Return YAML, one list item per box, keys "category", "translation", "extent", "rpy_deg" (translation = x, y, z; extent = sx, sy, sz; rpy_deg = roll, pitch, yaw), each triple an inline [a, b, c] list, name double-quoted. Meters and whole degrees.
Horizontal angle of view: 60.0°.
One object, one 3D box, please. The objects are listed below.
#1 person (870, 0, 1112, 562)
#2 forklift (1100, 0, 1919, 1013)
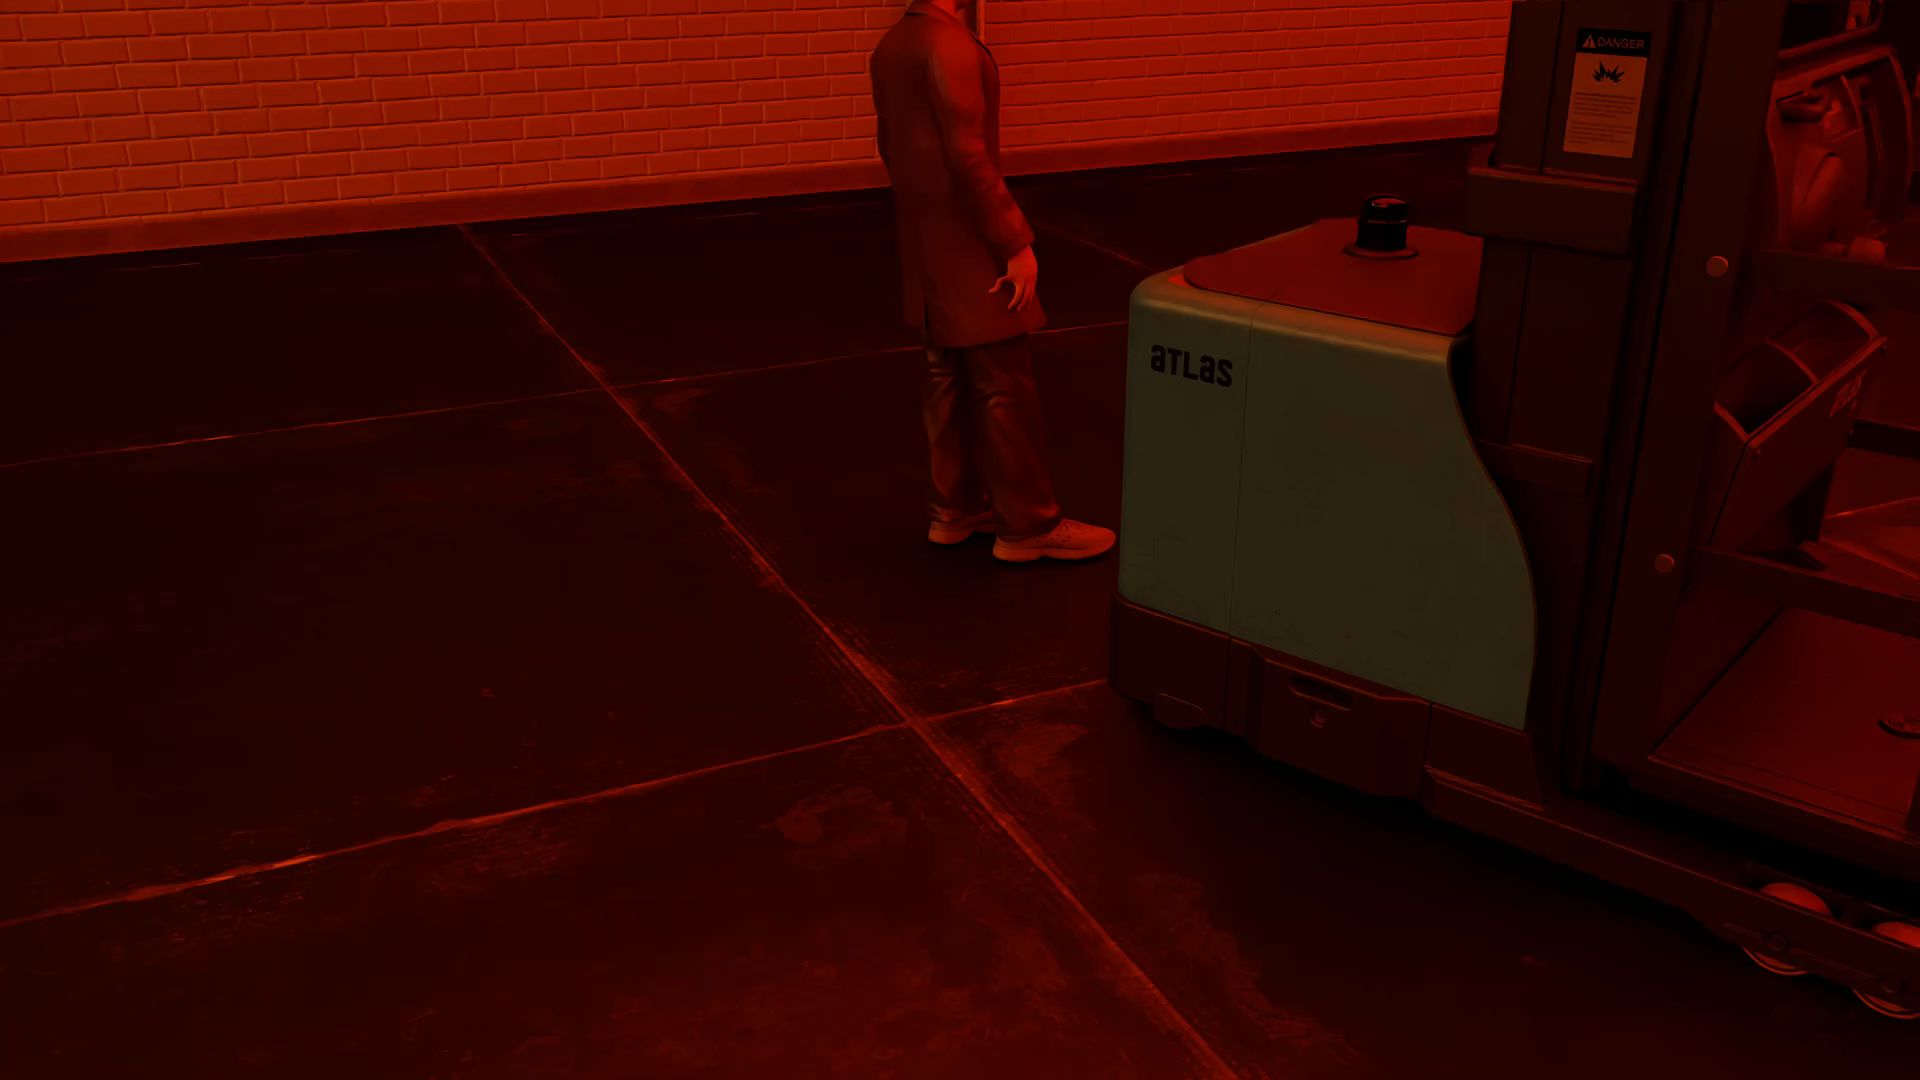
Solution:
- category: "person"
  translation: [0.085, -0.842, 4.796]
  extent: [0.579, 1.778, 0.698]
  rpy_deg: [-10, 25, -23]
- category: "forklift"
  translation: [1.796, -0.722, 3.024]
  extent: [3.031, 2.935, 1.130]
  rpy_deg: [18, 29, 37]
